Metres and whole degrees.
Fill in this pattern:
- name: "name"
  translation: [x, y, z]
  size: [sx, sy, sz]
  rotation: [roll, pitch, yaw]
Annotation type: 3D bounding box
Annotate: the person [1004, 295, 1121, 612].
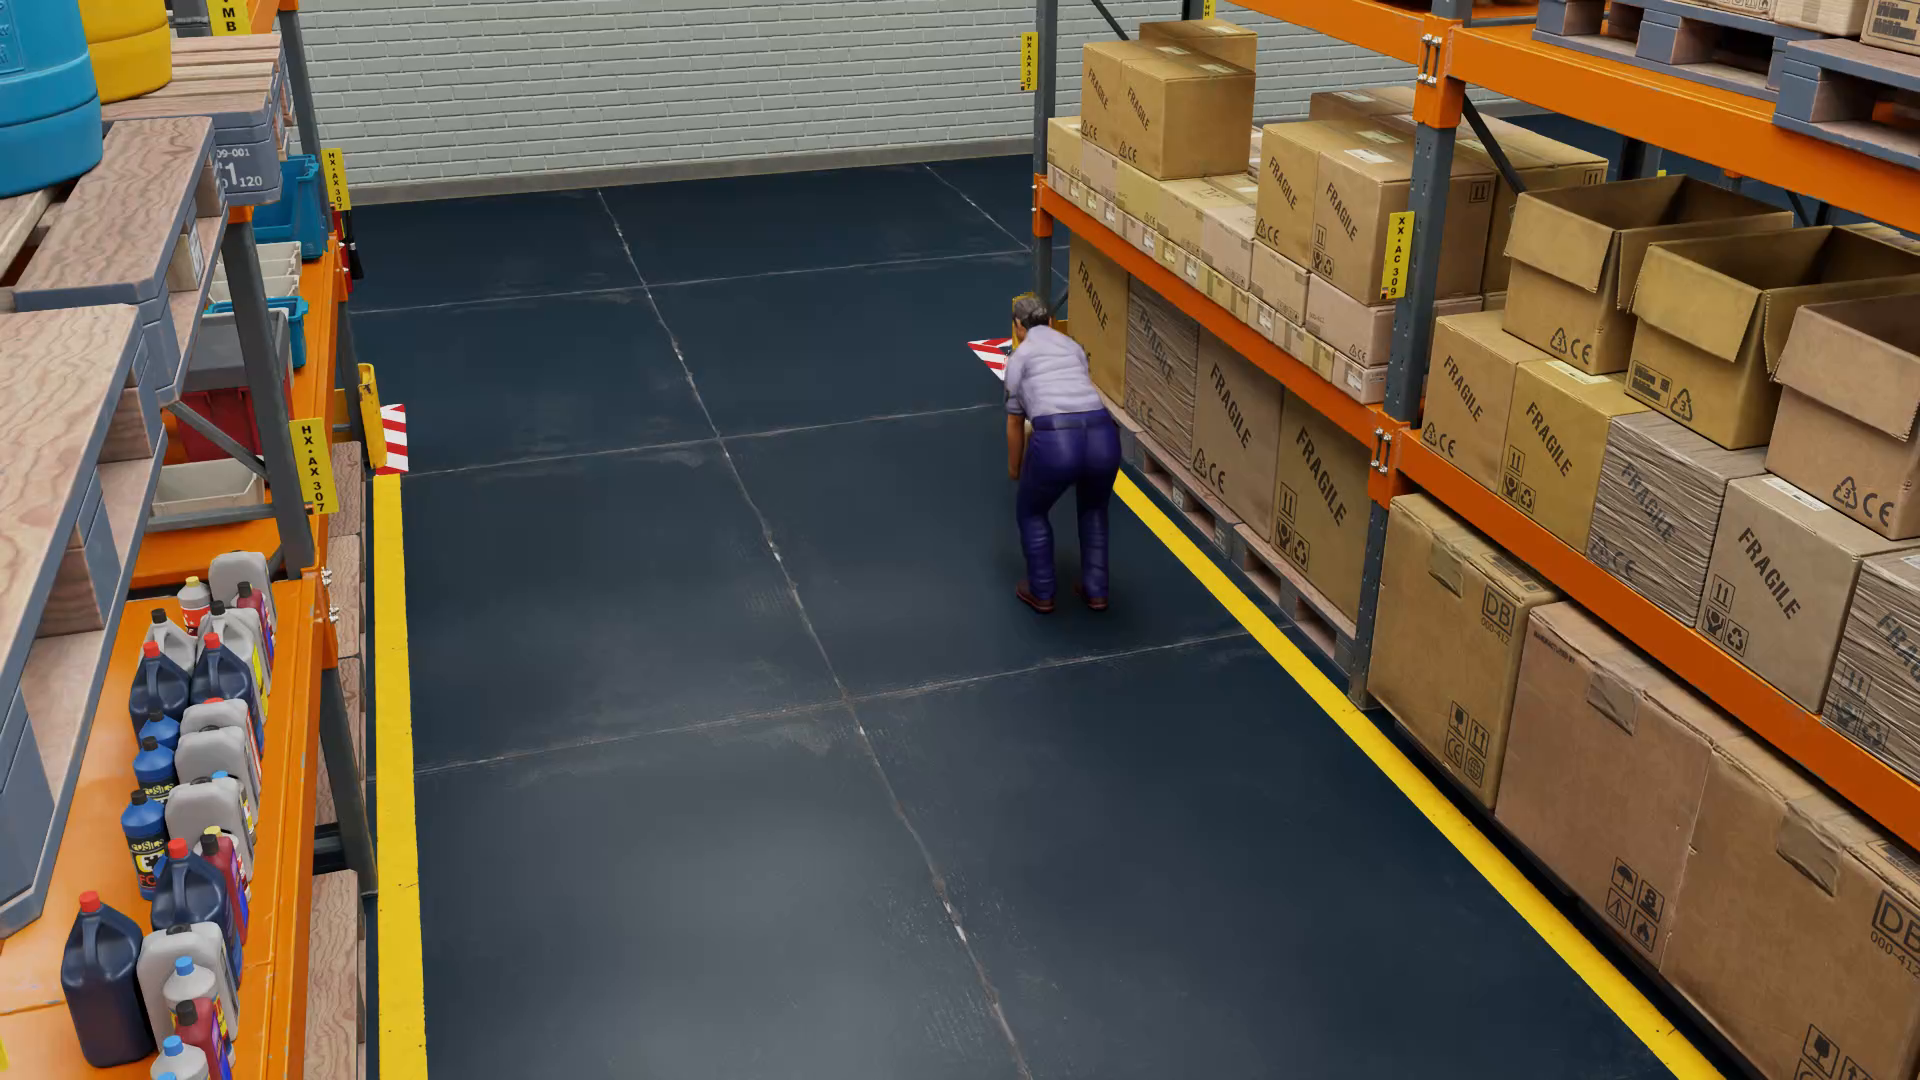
- name: "person"
  translation: [0.443, -0.371, 7.718]
  size: [0.439, 1.351, 0.783]
  rotation: [-9, 28, -17]
